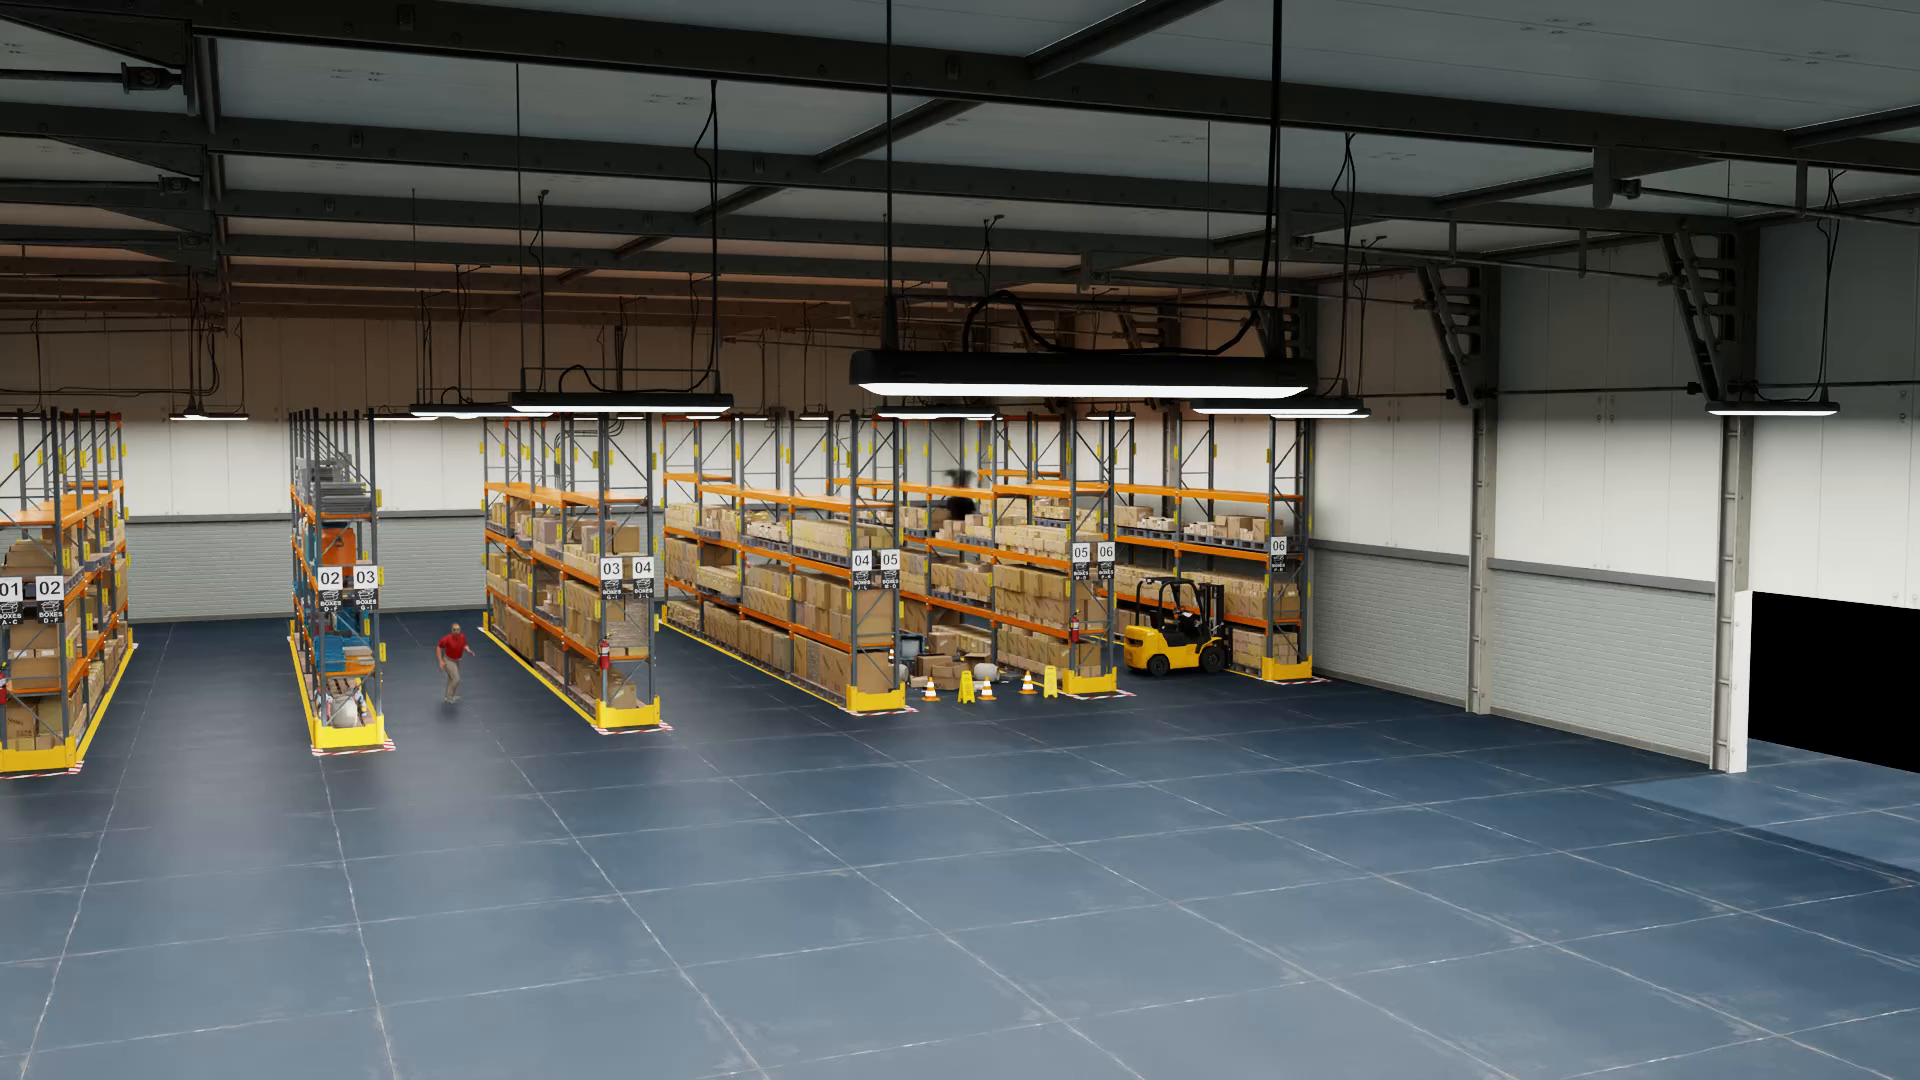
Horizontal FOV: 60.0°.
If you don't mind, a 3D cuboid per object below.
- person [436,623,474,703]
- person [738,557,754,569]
[{"bbox_3d":[-10.363,2.540,34.191,0.852,1.699,0.671,1,4,17],"label":"person"},{"bbox_3d":[-6.718,1.266,52.454,0.692,1.586,0.890,2,4,24],"label":"person"}]
